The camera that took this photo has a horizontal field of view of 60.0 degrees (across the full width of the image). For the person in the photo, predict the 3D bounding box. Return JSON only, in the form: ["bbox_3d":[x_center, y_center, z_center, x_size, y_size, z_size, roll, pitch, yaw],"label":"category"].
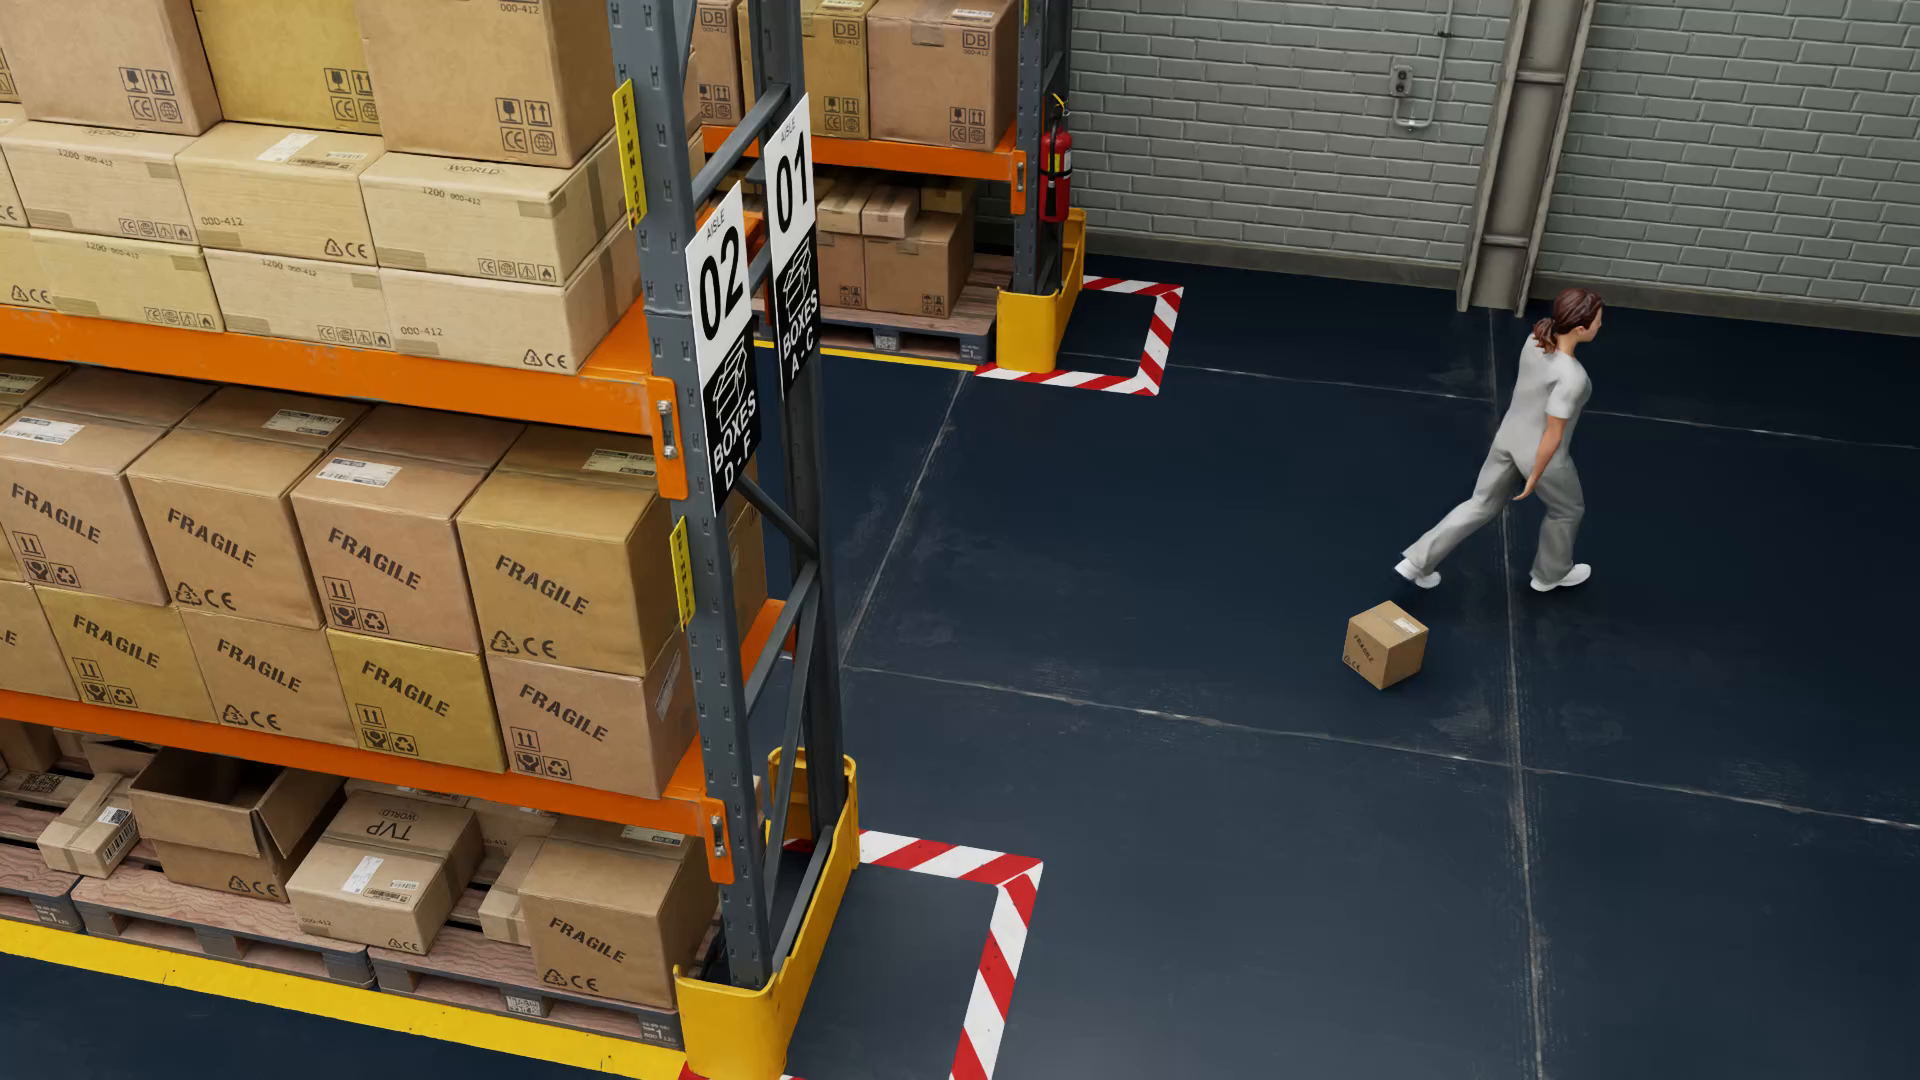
[{"bbox_3d":[2.545,-0.401,7.499,1.018,1.623,0.450,-13,39,-16],"label":"person"}]
